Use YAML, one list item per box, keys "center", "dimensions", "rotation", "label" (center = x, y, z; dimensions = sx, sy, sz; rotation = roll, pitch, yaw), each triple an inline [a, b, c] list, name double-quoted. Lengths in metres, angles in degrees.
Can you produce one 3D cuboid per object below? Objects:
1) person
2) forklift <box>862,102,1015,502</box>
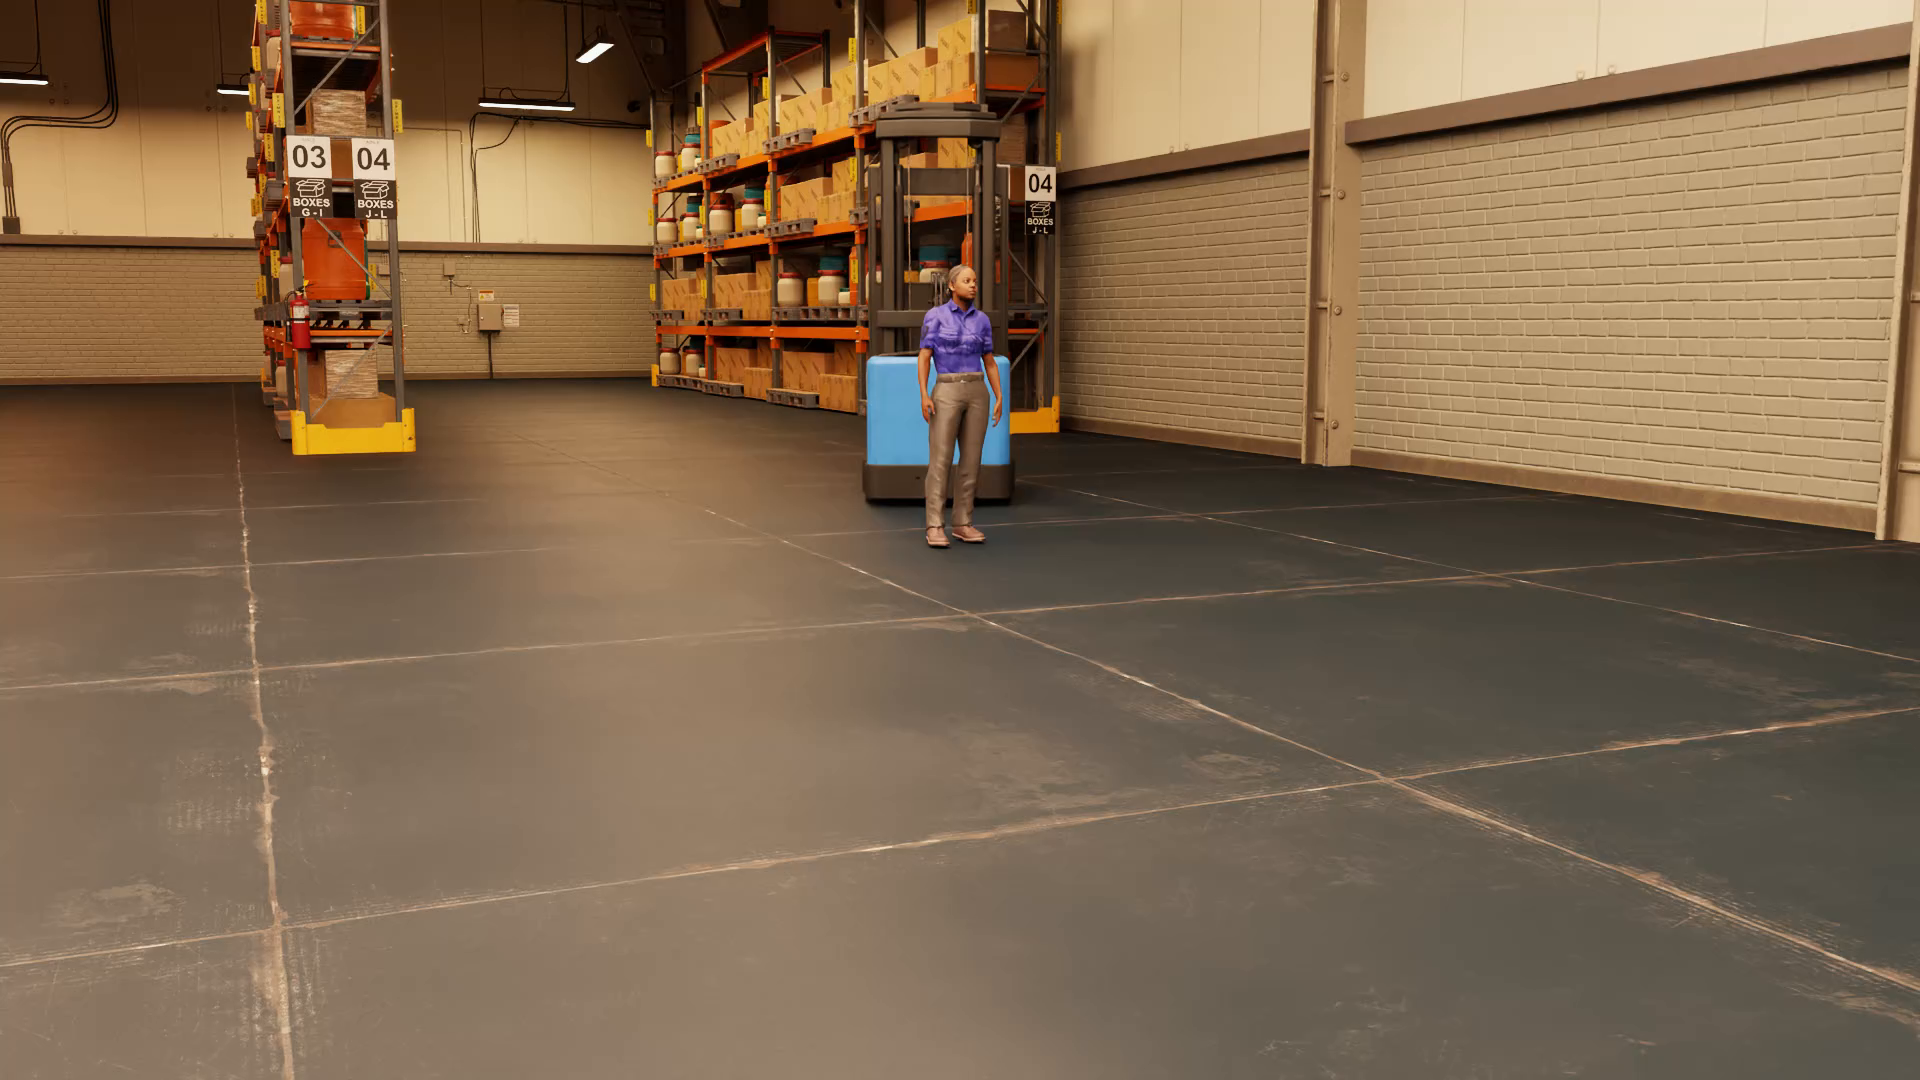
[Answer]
- center: [0.017, -0.816, 9.957]
  dimensions: [0.570, 1.656, 0.503]
  rotation: [-3, 8, -23]
  label: "person"
- center: [-0.170, -1.873, 13.147]
  dimensions: [1.130, 2.935, 3.031]
  rotation: [0, 8, -1]
  label: "forklift"
